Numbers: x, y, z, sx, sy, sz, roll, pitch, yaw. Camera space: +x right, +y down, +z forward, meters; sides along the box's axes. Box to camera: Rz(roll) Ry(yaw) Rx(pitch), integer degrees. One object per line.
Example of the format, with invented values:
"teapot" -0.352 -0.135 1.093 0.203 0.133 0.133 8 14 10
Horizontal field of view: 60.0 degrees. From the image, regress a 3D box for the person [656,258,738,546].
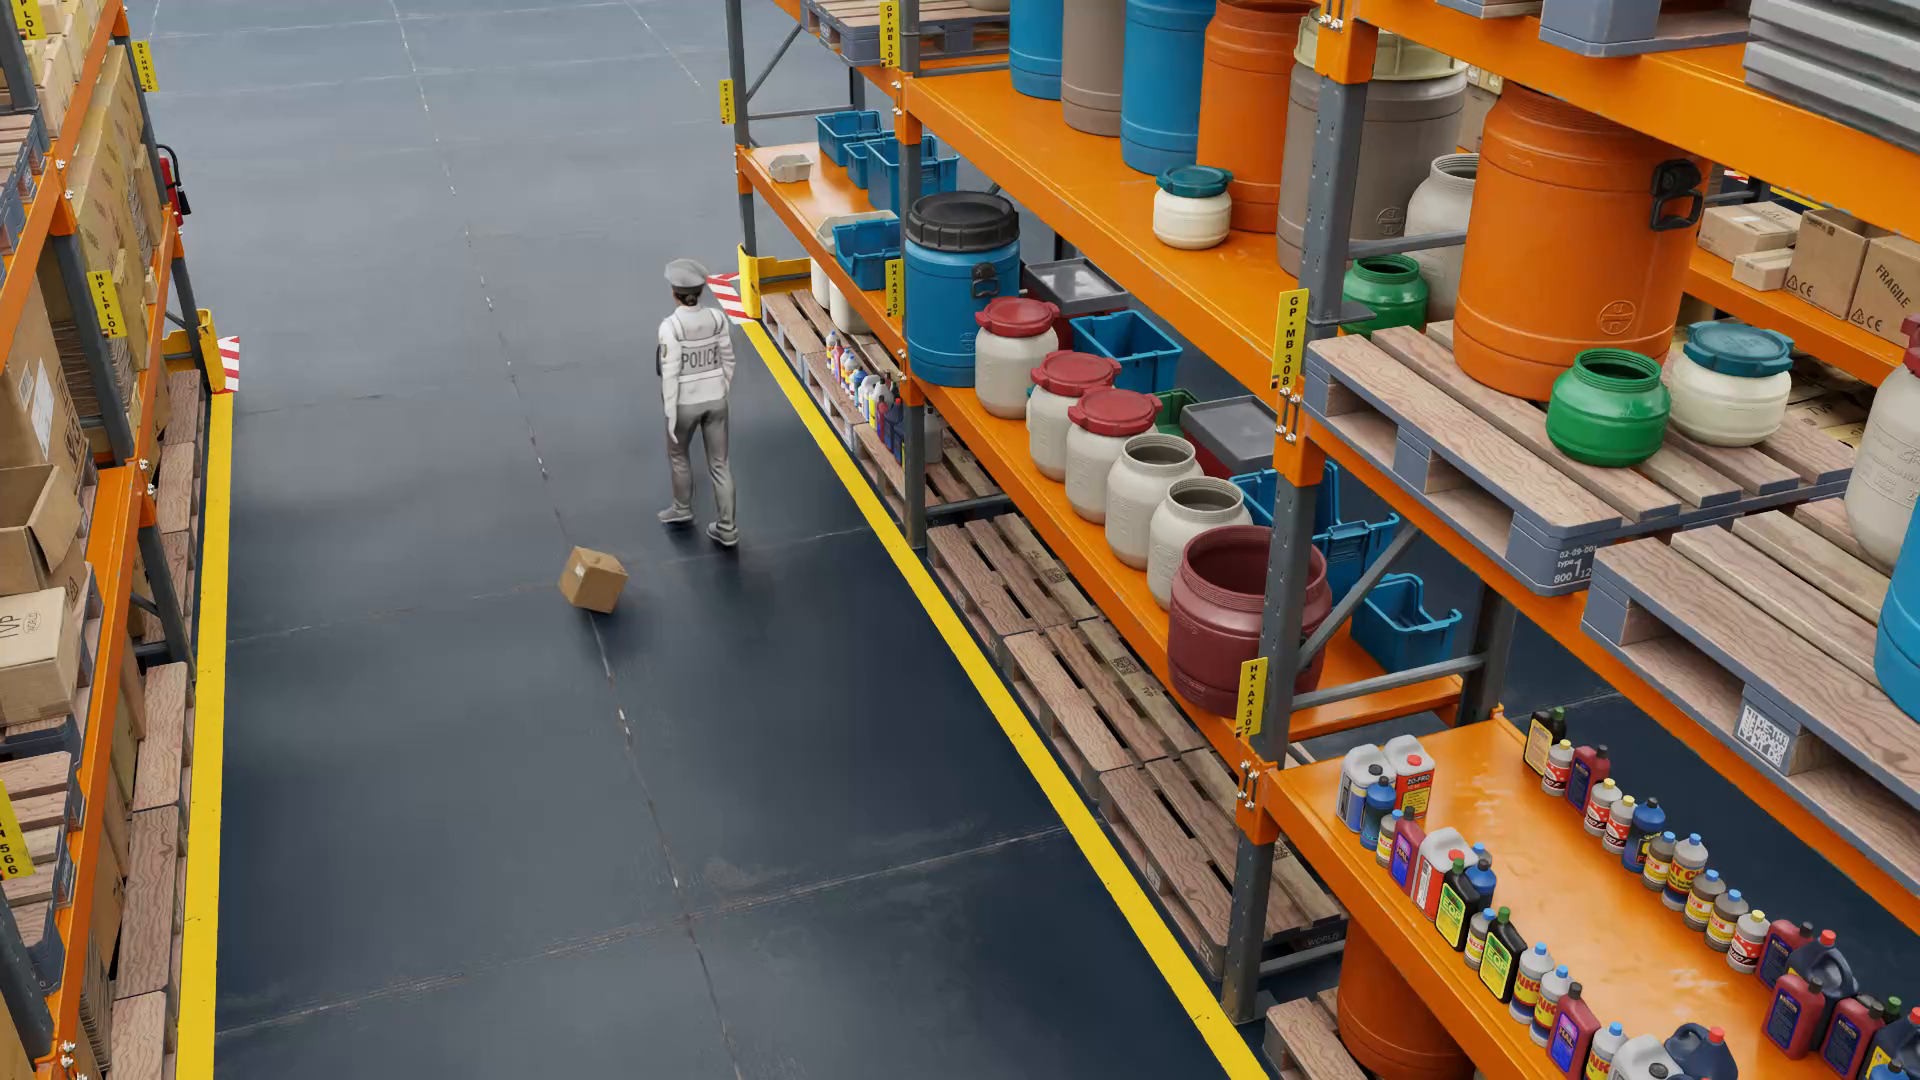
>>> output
"person" -1.518 -0.779 9.692 0.514 1.702 0.692 -17 34 -26
